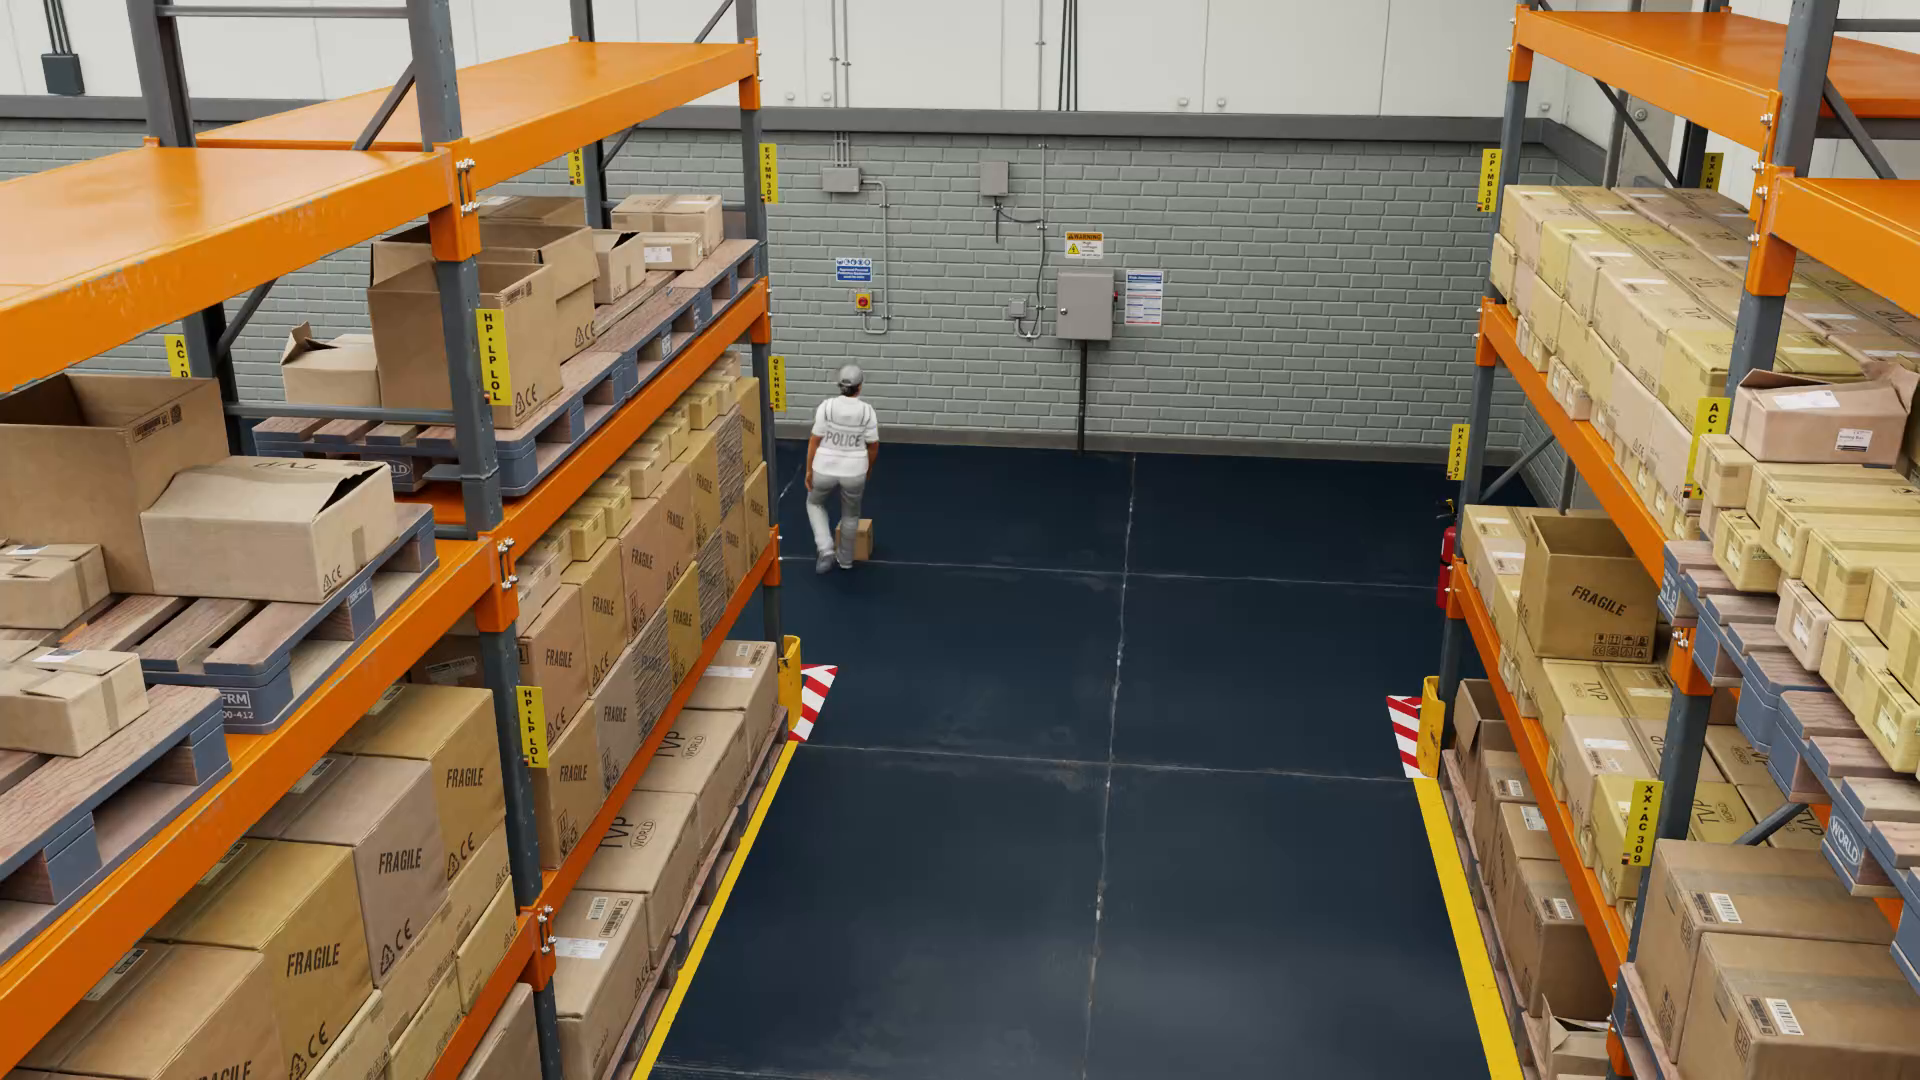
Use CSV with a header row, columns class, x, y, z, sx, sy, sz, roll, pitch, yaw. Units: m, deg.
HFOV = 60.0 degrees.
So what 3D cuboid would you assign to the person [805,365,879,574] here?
class,x,y,z,sx,sy,sz,roll,pitch,yaw
person,-0.883,-0.532,12.426,0.556,1.658,0.598,-2,21,-4
